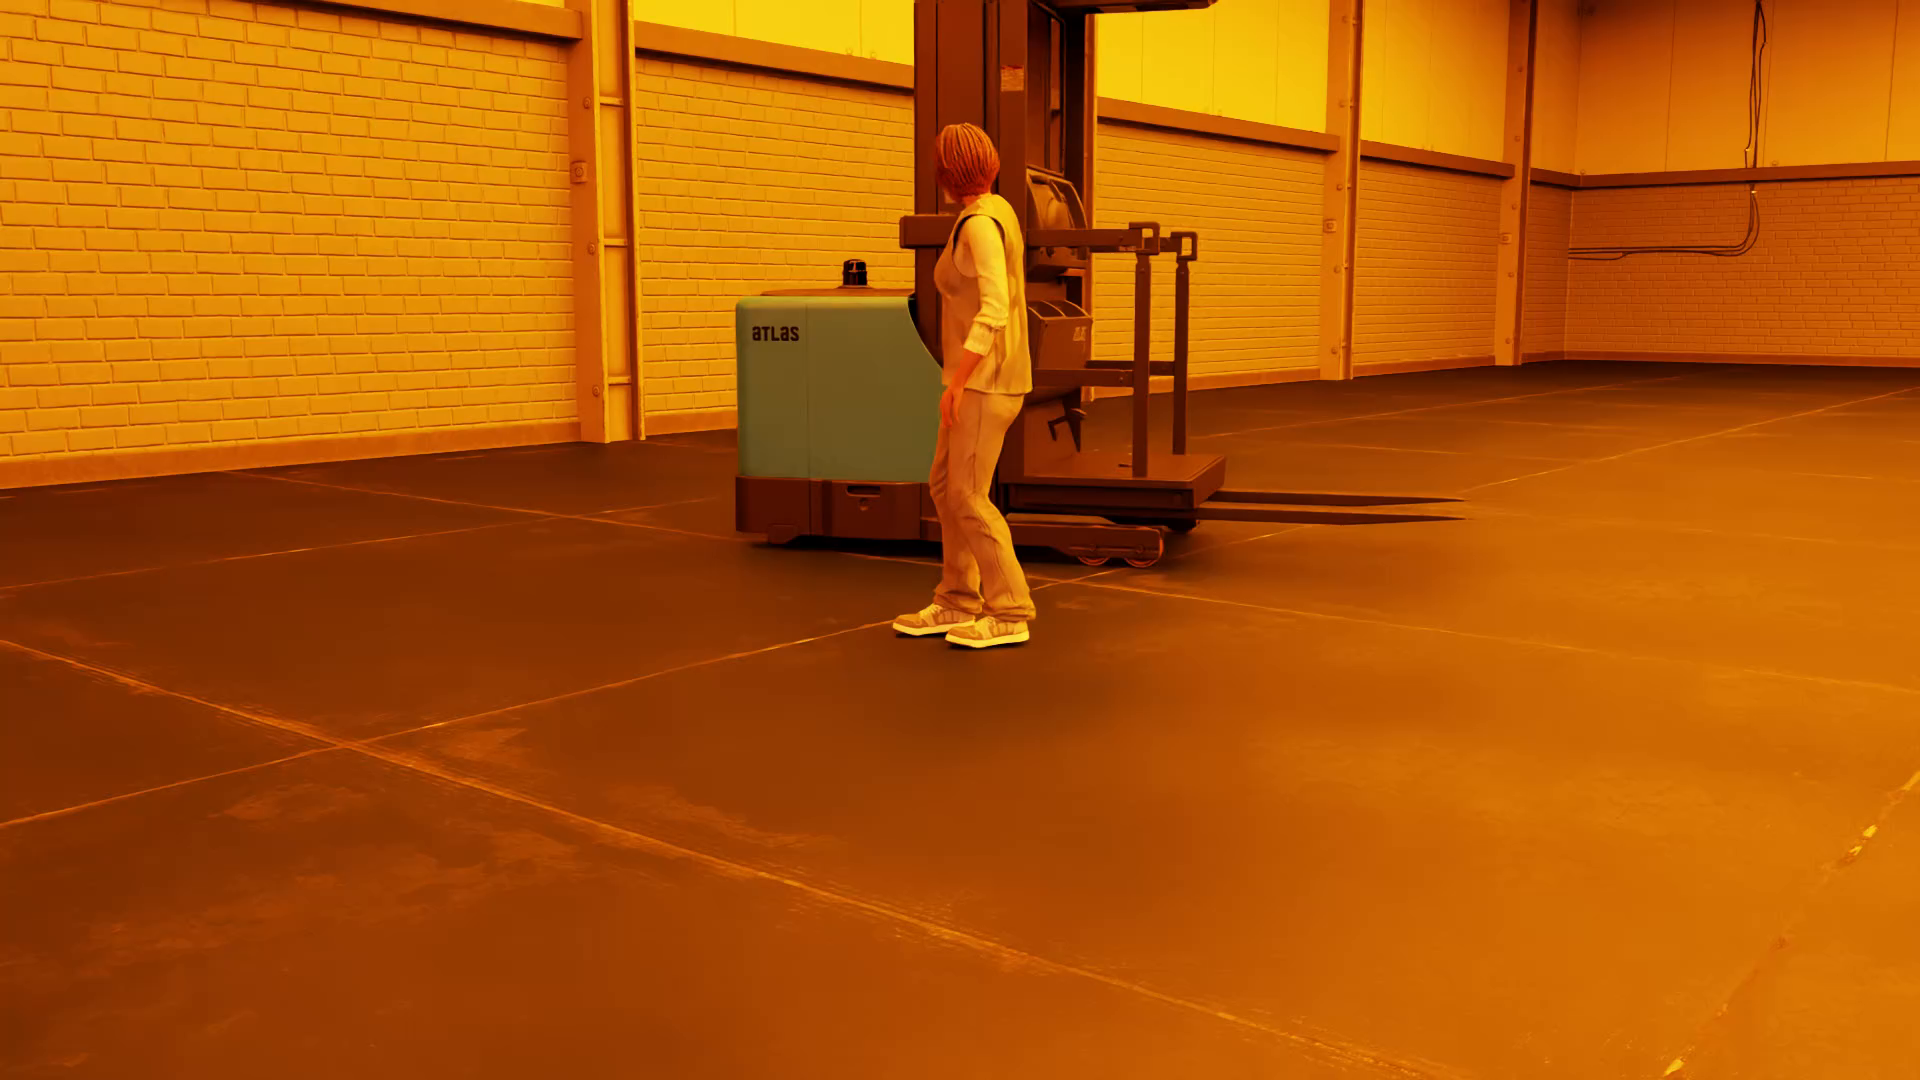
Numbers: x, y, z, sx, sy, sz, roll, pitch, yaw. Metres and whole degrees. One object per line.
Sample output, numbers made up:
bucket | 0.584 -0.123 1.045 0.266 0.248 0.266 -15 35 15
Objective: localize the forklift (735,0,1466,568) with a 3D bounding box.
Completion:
forklift | 0.604 -1.424 7.016 3.031 2.935 1.130 2 9 16

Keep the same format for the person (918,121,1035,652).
person | 0.046 -0.466 5.098 0.347 1.592 0.464 -1 8 -4
